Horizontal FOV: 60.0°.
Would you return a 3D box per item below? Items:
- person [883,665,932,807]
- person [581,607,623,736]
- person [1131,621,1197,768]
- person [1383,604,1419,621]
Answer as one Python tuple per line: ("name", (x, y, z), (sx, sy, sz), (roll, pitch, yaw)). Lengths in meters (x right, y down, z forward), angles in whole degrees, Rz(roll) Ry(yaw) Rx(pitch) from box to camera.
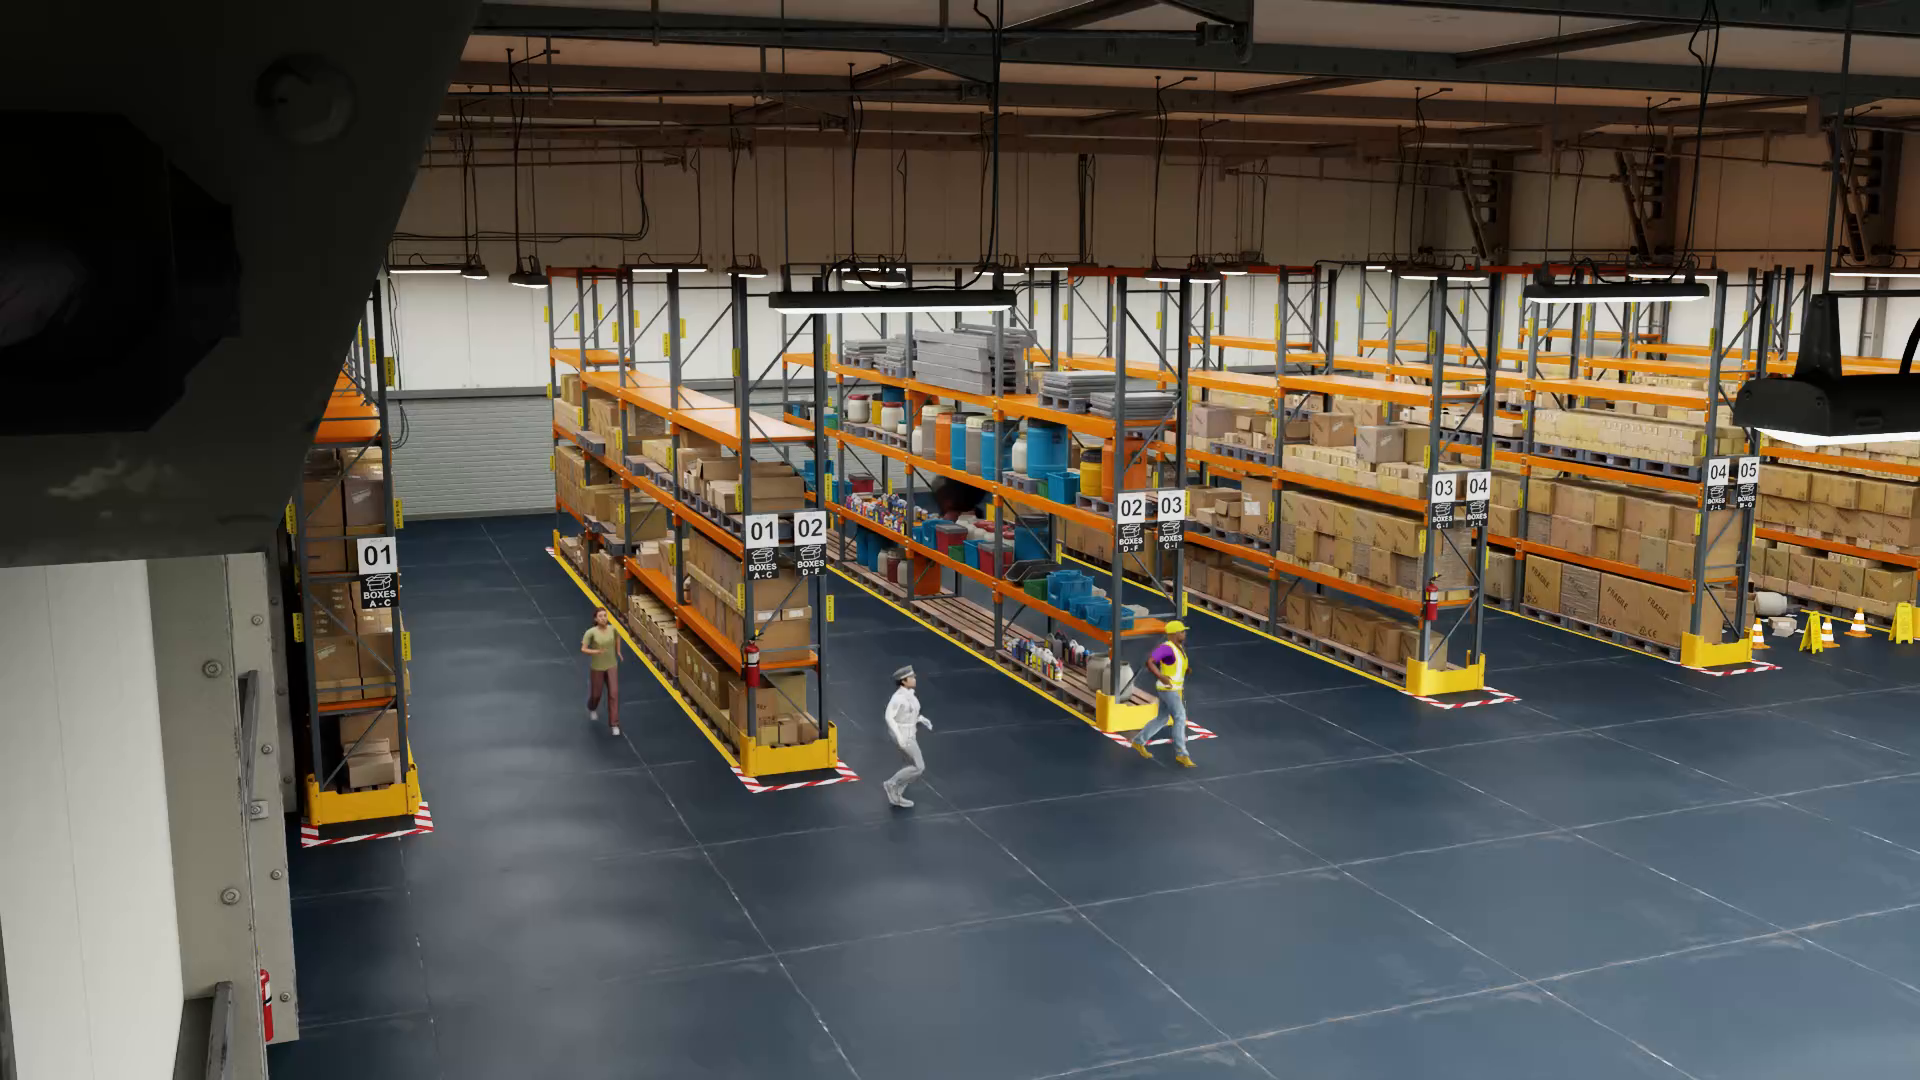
("person", (-0.599, 2.239, 19.049), (0.536, 1.664, 0.630), (1, 10, 8))
("person", (-4.722, 1.694, 22.020), (0.579, 1.647, 0.963), (-5, 11, -27))
("person", (2.607, 1.884, 20.813), (0.844, 1.782, 0.708), (3, 10, 15))
("person", (7.730, 0.501, 28.721), (0.676, 1.741, 0.971), (-6, 11, -30))
